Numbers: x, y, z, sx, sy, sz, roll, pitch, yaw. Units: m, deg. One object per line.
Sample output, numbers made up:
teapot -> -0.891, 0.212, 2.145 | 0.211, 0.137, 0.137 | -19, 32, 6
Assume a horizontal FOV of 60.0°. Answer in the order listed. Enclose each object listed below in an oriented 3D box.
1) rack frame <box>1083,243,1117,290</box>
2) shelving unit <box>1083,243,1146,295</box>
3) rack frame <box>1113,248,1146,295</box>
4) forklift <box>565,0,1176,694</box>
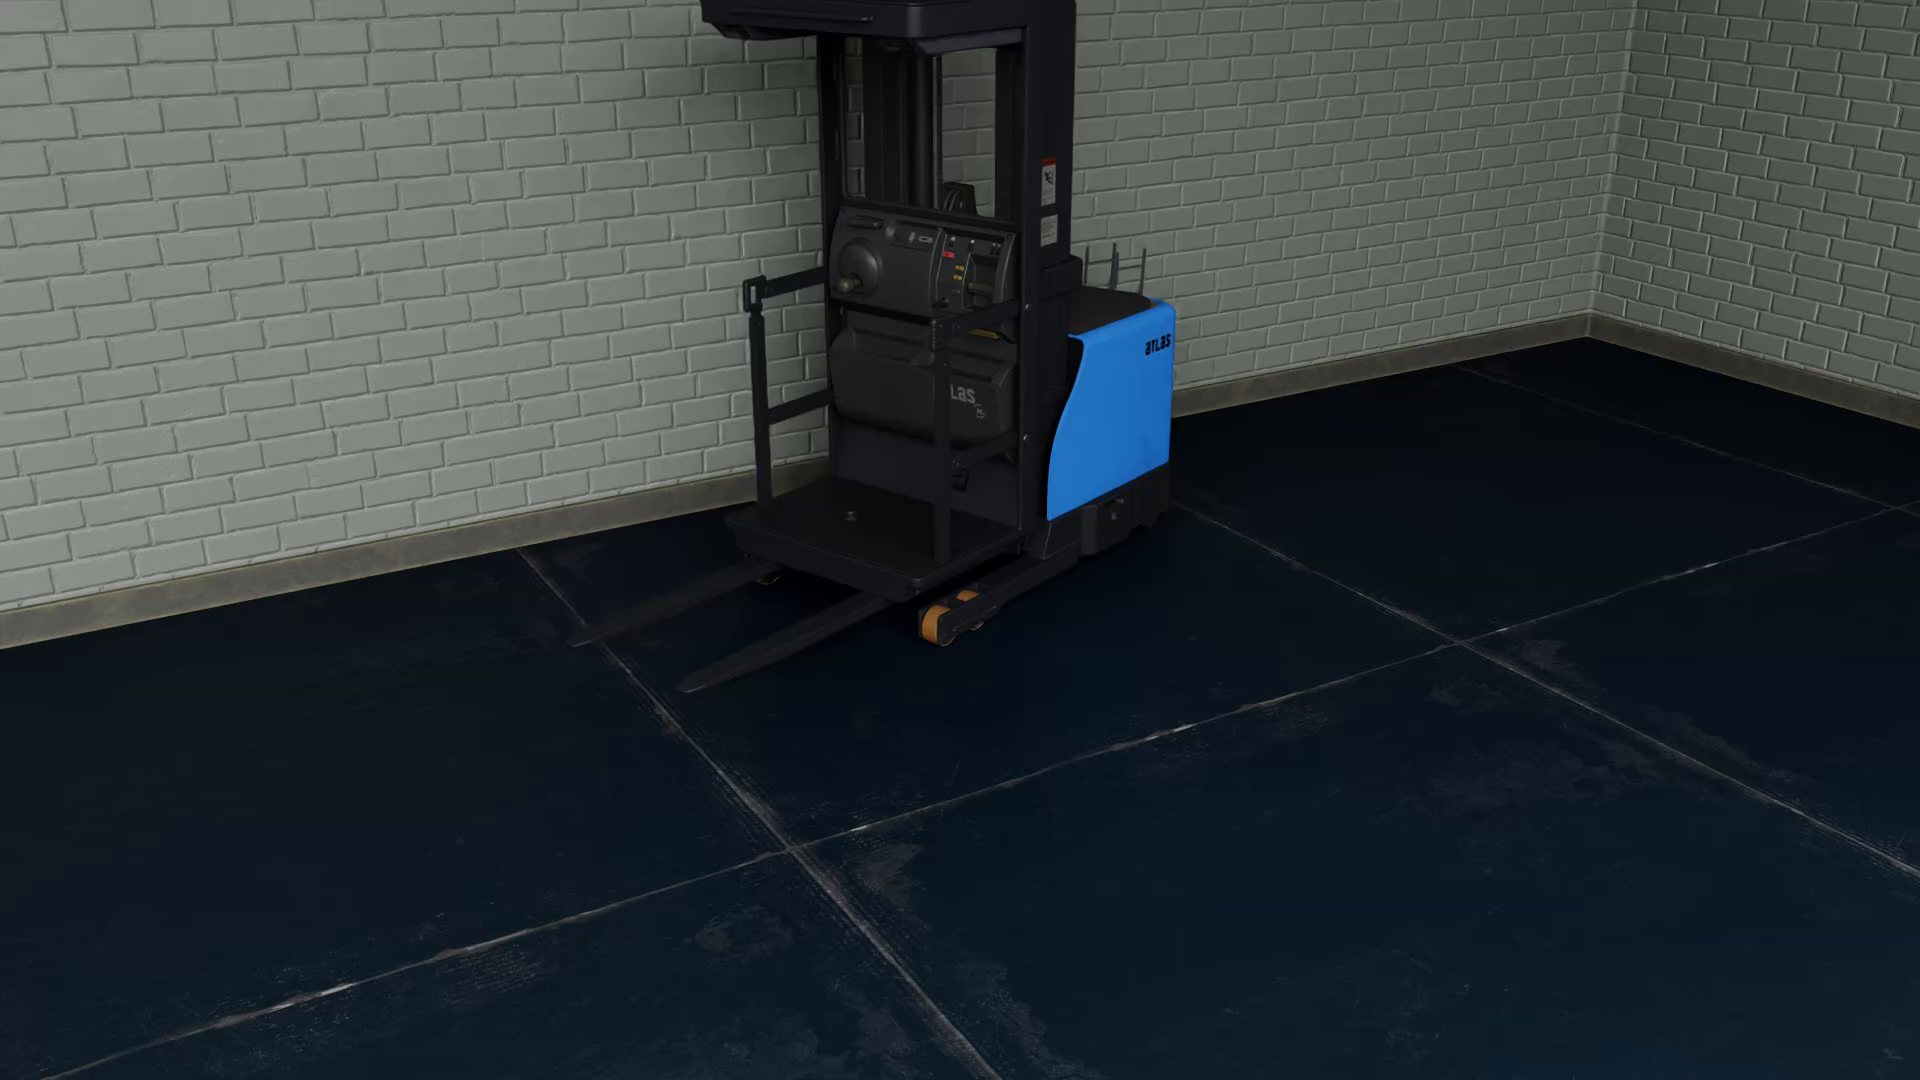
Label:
rack frame -> 0.665, -0.884, 8.370 | 0.006, 1.200, 0.240 | 19, 25, 39
shelving unit -> 0.733, -0.861, 8.313 | 0.189, 1.200, 0.258 | 19, 25, 39
rack frame -> 0.800, -0.838, 8.256 | 0.006, 1.200, 0.240 | 19, 25, 39
forklift -> -0.295, -1.137, 6.715 | 1.130, 2.935, 3.031 | 17, 27, 35
